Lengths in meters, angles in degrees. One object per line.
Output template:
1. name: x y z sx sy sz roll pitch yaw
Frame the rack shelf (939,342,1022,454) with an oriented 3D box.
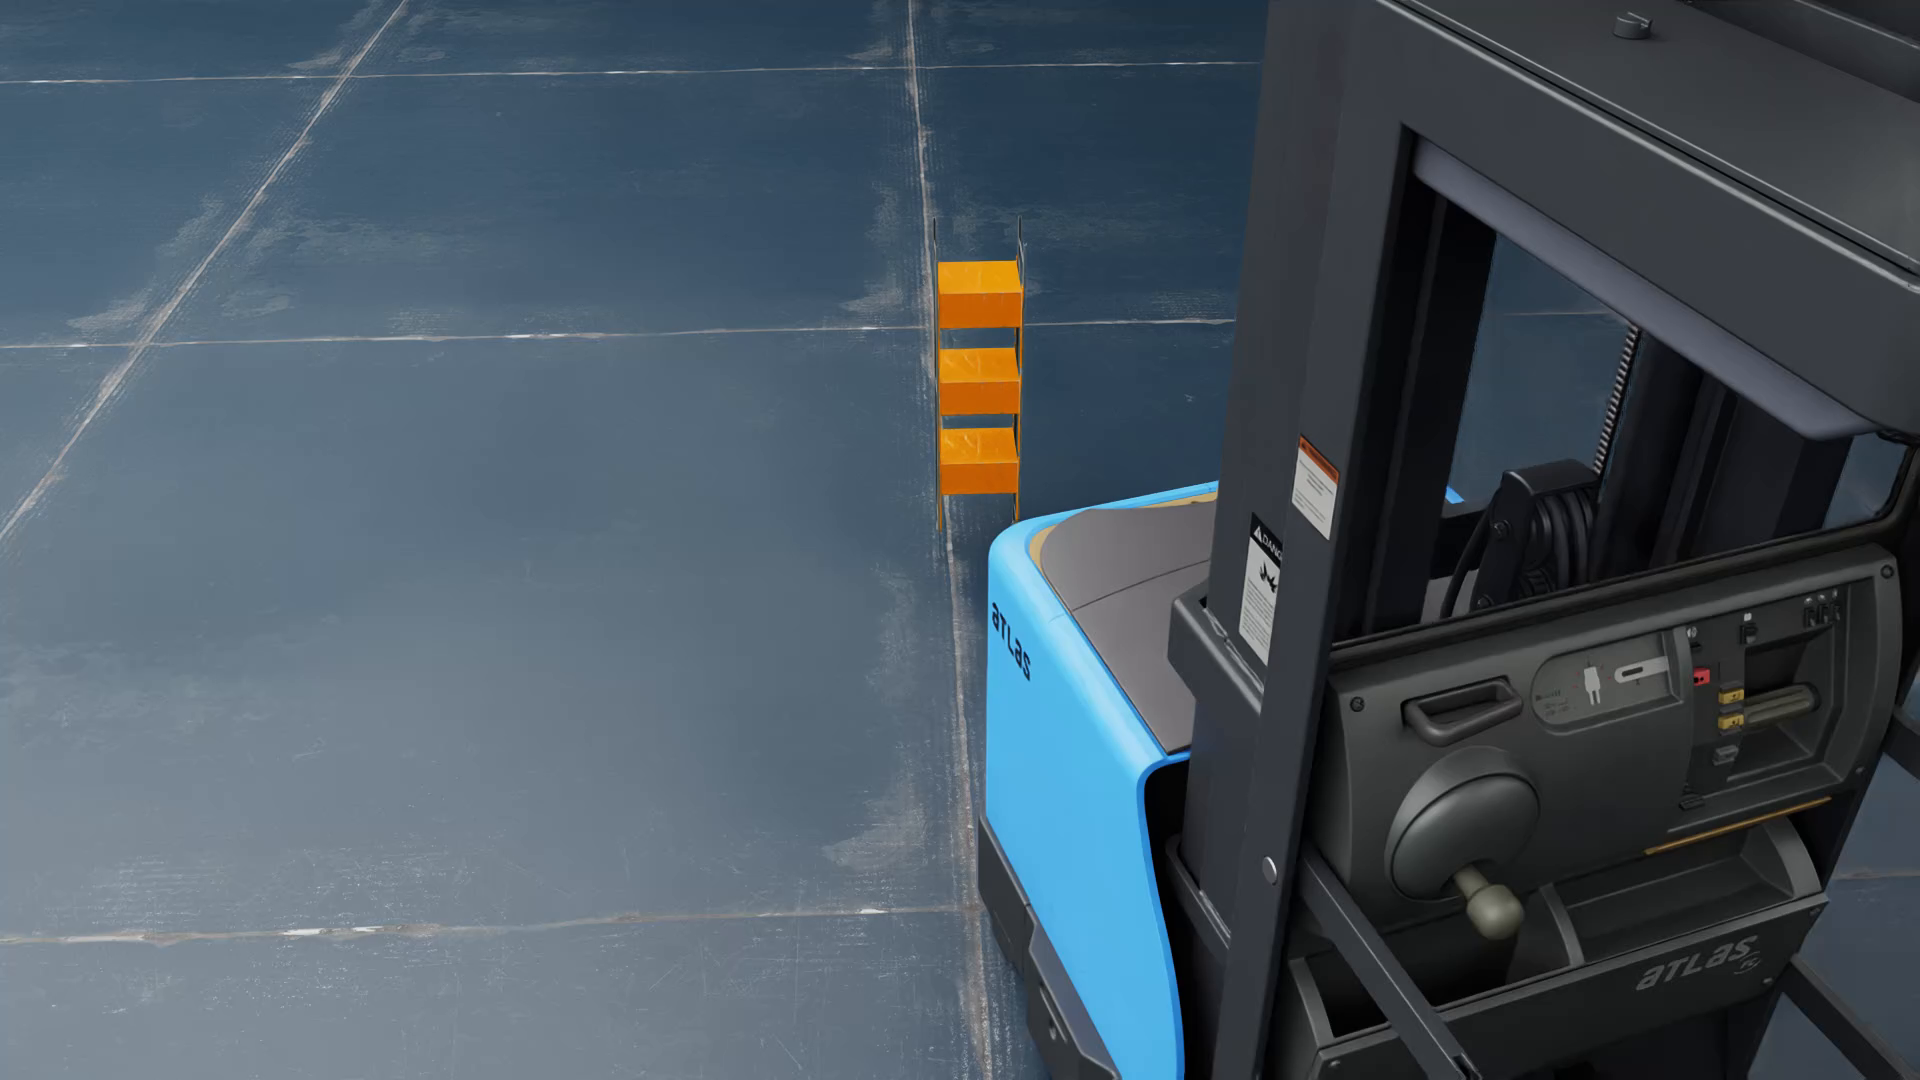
1. rack shelf: 0.053 -0.424 4.959 0.240 0.259 0.215 -2 35 -2

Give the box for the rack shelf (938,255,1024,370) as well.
1. rack shelf: 0.053 -0.658 4.798 0.240 0.259 0.215 -2 35 -2

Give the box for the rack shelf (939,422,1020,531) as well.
1. rack shelf: 0.053 -0.196 5.118 0.240 0.259 0.215 -2 35 -2

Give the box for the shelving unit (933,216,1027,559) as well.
1. shelving unit: 0.053 -0.433 4.953 0.252 1.050 0.215 -2 35 -2

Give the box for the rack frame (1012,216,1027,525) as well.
1. rack frame: 0.175 -0.436 4.958 0.008 1.050 0.200 -2 35 -2

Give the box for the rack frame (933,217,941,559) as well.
1. rack frame: -0.068 -0.430 4.949 0.008 1.050 0.200 -2 35 -2

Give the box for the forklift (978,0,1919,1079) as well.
1. forklift: 1.016 0.344 2.178 1.130 2.935 3.031 -11 36 -16
